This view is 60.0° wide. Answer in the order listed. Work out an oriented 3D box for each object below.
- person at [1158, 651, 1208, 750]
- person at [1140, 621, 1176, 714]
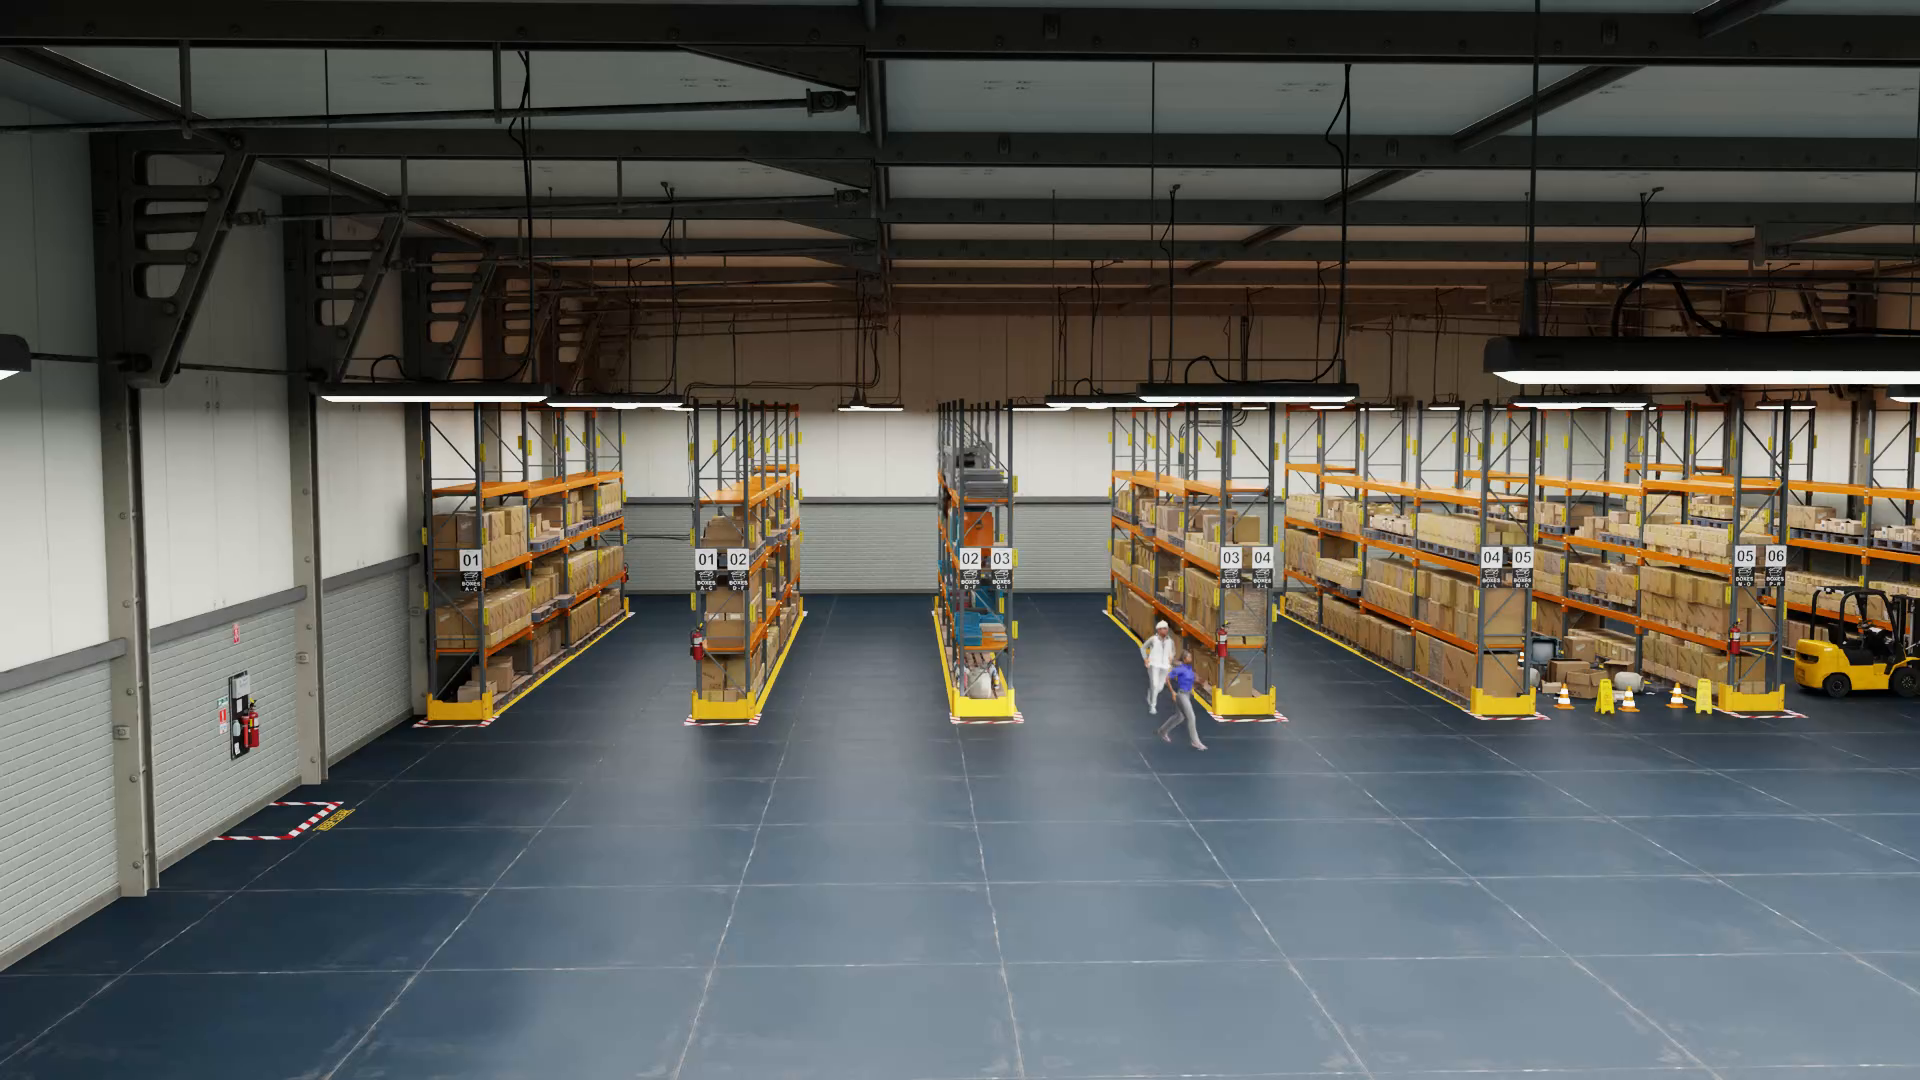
[{"bbox_3d":[3.798,2.713,28.417,0.933,1.661,0.567,2,5,28],"label":"person"},{"bbox_3d":[3.838,2.436,32.097,0.697,1.750,0.779,-1,4,-13],"label":"person"}]
